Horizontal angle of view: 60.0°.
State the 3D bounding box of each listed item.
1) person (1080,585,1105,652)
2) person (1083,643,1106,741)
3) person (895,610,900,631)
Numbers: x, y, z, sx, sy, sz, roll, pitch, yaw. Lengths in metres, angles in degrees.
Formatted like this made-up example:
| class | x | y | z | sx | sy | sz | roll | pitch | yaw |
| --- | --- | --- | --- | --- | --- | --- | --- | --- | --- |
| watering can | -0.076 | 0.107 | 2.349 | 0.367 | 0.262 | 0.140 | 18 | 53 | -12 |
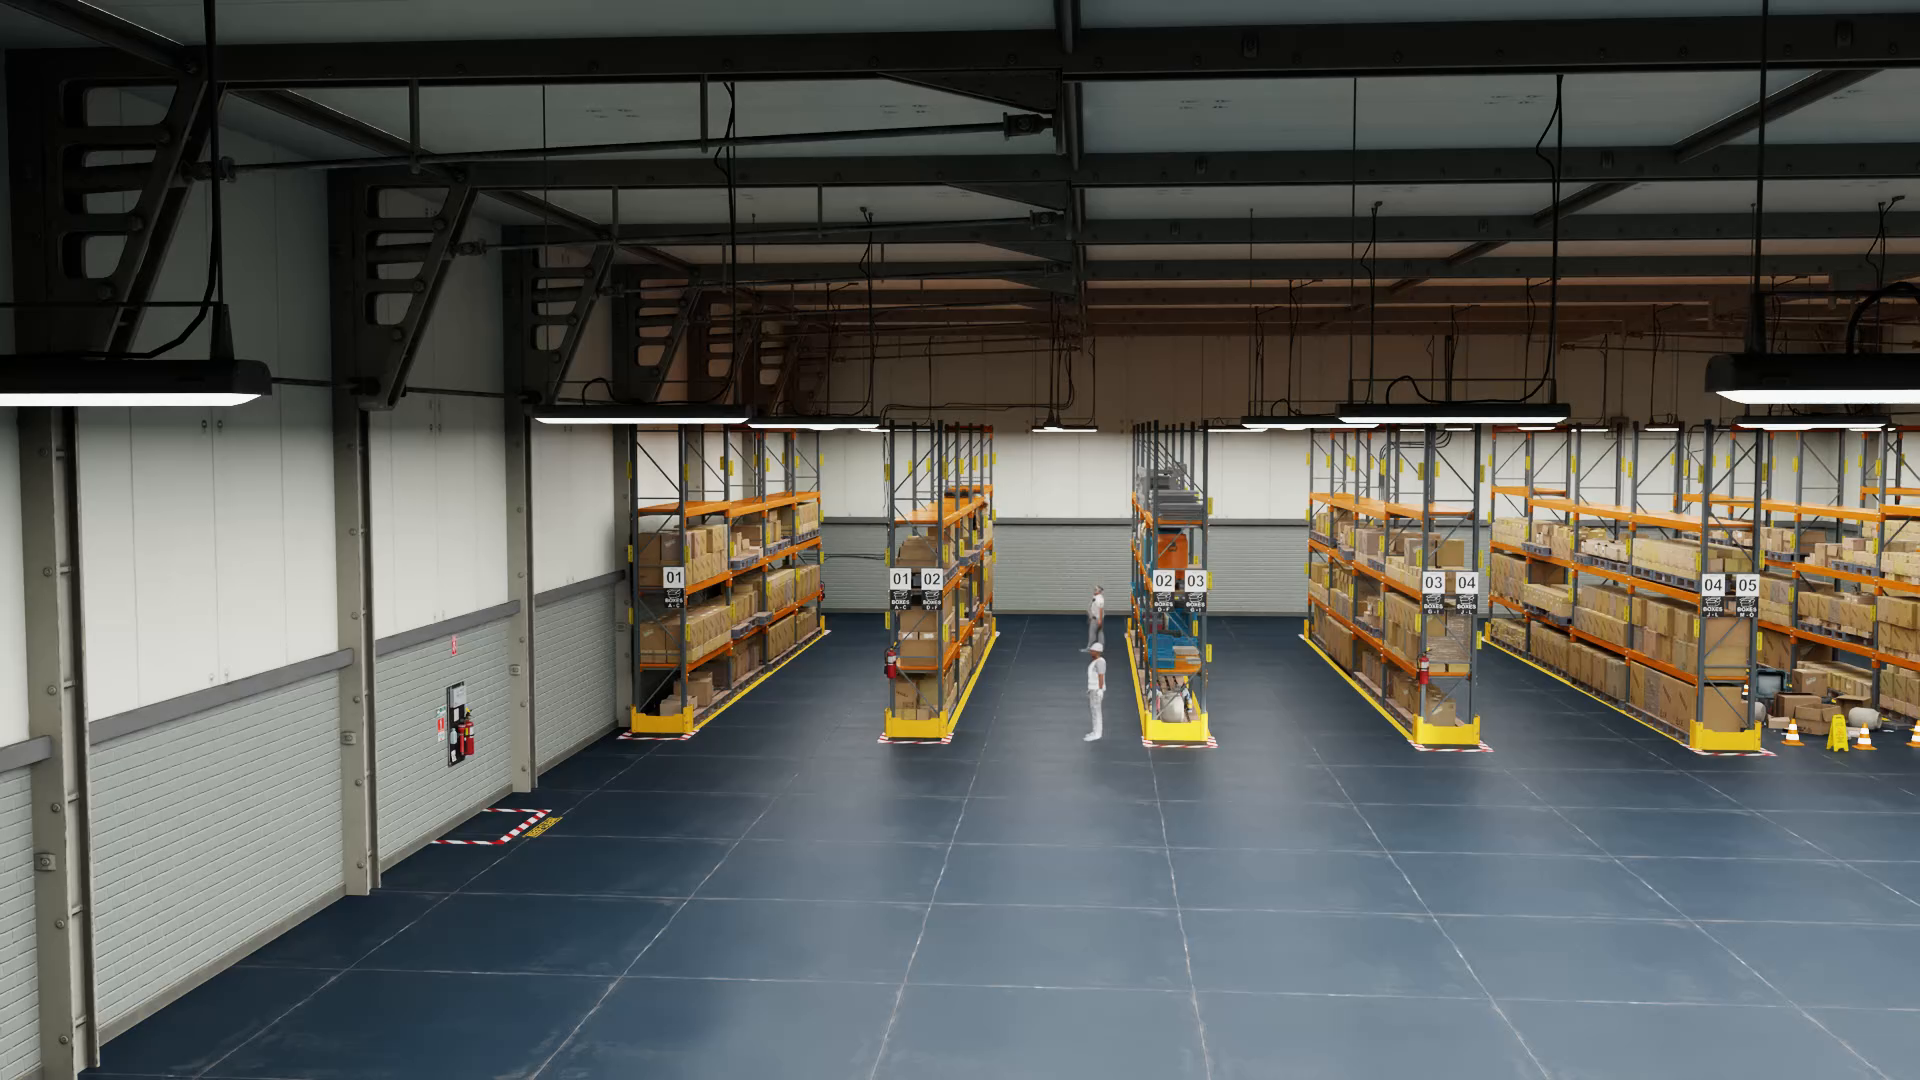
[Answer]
| class | x | y | z | sx | sy | sz | roll | pitch | yaw |
| --- | --- | --- | --- | --- | --- | --- | --- | --- | --- |
| person | 3.481 | 2.045 | 43.465 | 0.621 | 1.762 | 0.537 | 1 | 4 | 13 |
| person | 2.518 | 2.841 | 31.345 | 0.451 | 1.791 | 0.643 | 0 | 4 | -2 |
| person | -1.578 | 2.015 | 45.141 | 0.456 | 1.610 | 1.013 | 1 | 4 | 9 |
